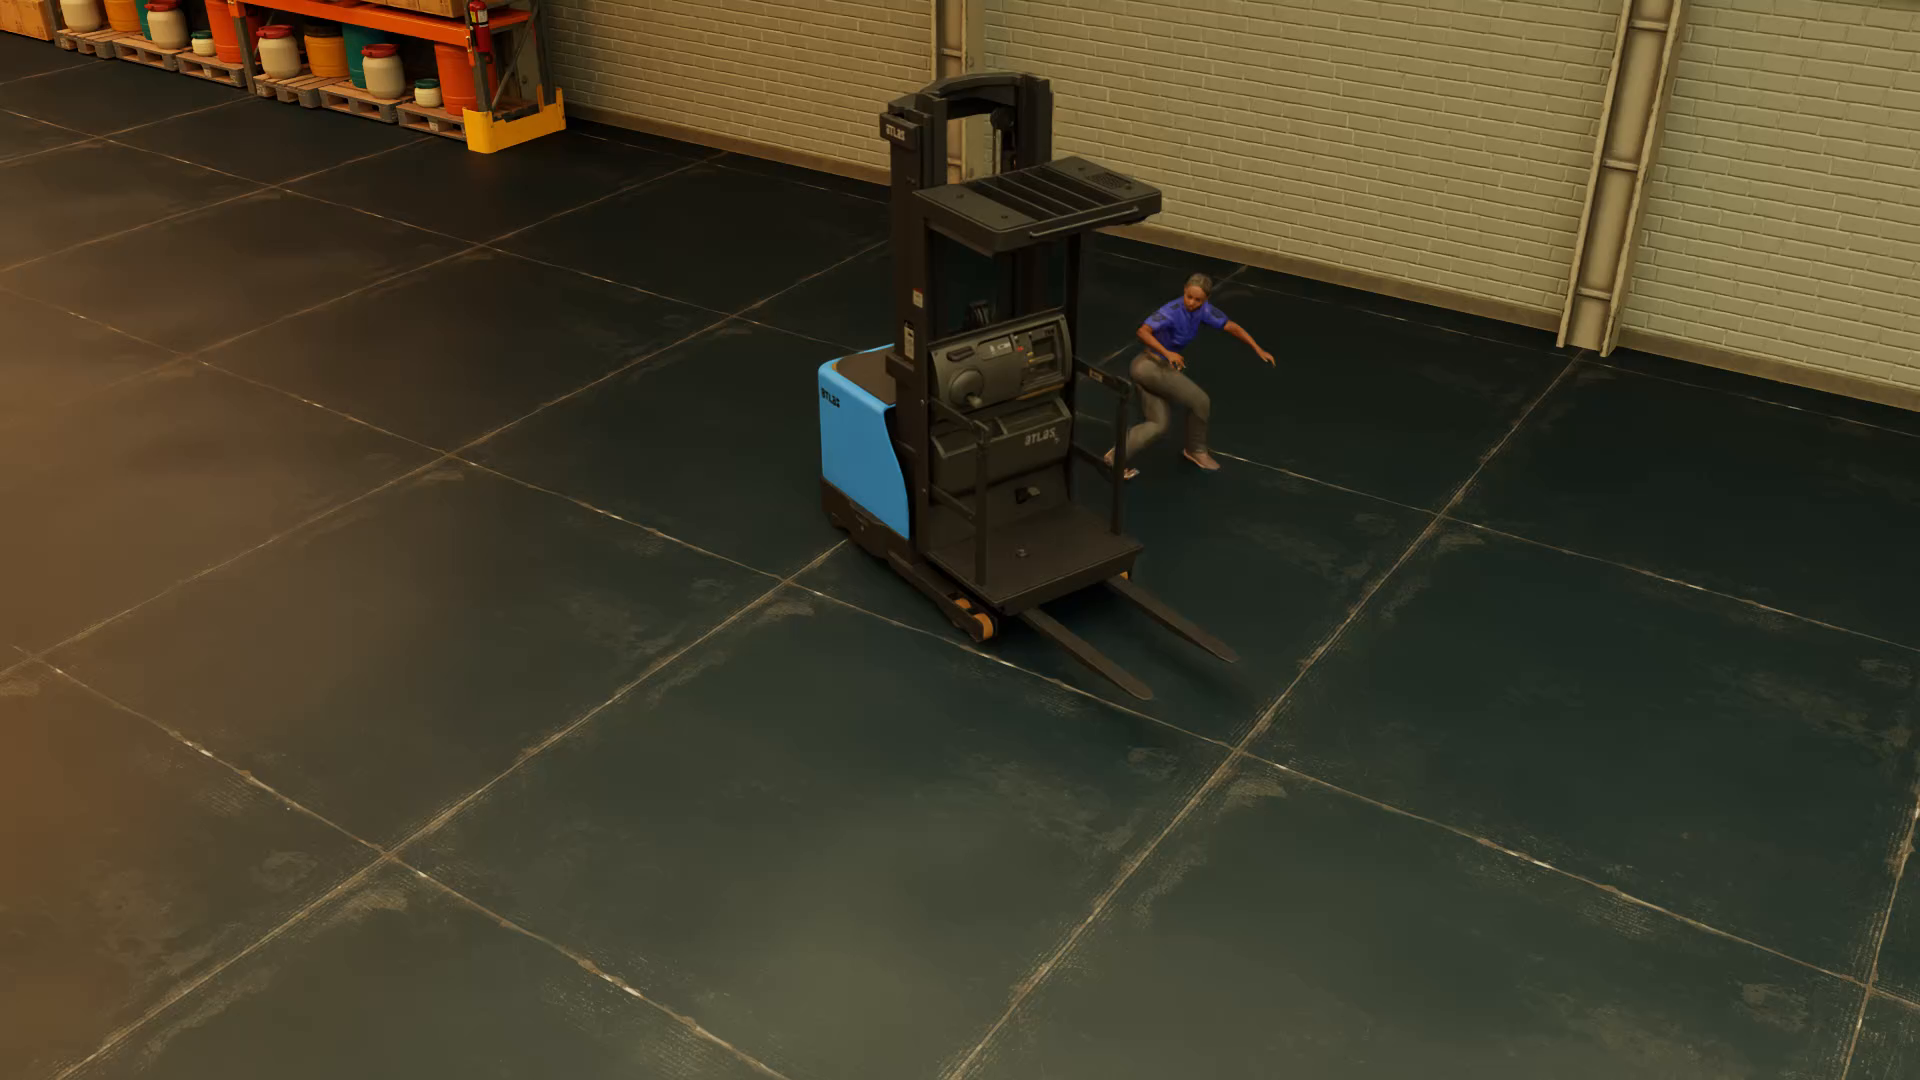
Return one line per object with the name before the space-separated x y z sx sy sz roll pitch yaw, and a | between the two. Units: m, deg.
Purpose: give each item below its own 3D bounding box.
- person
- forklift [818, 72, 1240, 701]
person | 1.498 -1.019 10.886 1.088 1.446 0.827 5 31 9
forklift | 0.365 -0.960 9.235 1.130 2.935 3.031 -19 35 -30
